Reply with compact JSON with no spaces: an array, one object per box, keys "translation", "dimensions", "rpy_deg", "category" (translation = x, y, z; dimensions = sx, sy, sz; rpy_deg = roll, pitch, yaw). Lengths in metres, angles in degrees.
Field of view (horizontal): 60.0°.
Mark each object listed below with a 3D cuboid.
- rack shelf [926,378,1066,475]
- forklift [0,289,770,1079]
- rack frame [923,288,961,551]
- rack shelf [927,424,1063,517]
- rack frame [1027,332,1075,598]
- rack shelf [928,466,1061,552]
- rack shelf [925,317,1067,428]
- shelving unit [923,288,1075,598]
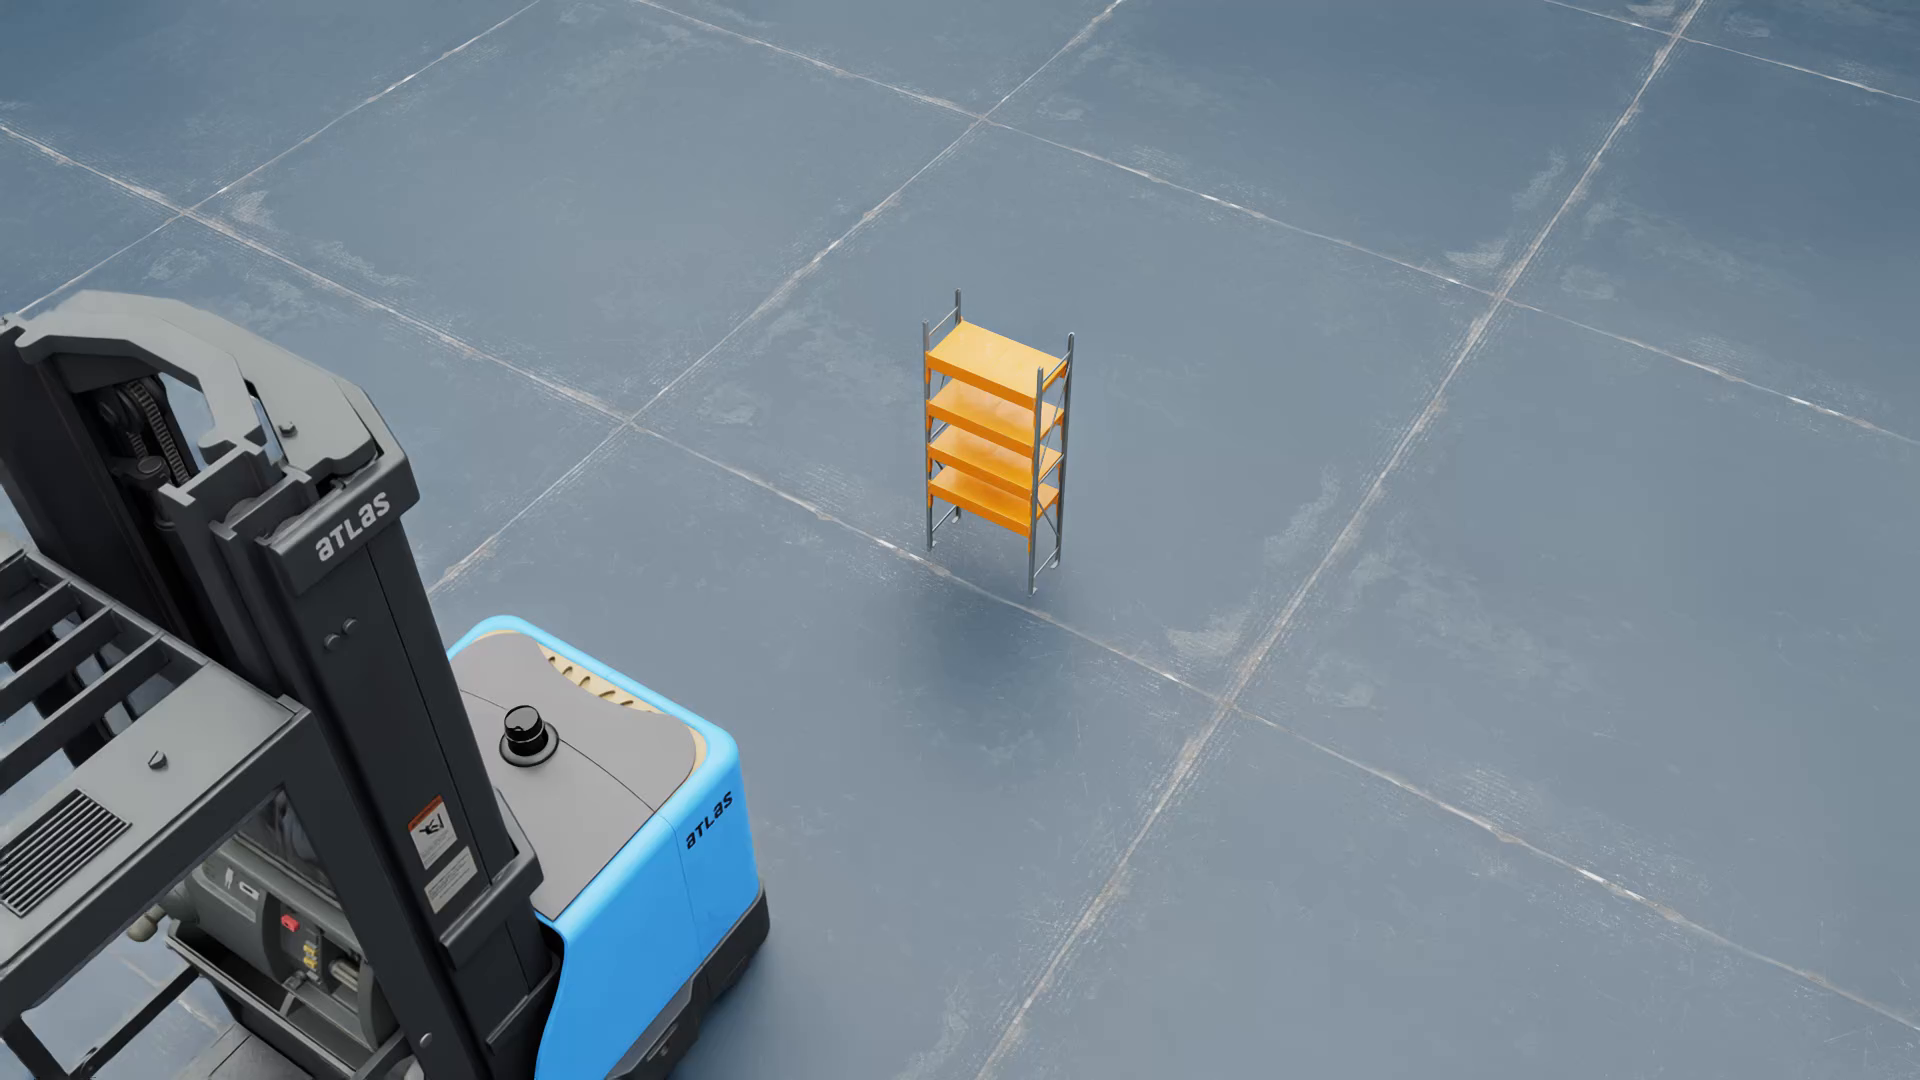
[{"translation":[0.139,-0.463,6.367],"dimensions":[0.480,0.148,0.258],"rpy_deg":[25,51,22],"category":"rack shelf"},{"translation":[-1.863,1.016,3.941],"dimensions":[1.130,2.935,3.031],"rpy_deg":[25,51,22],"category":"forklift"},{"translation":[-0.066,-0.449,6.571],"dimensions":[0.015,1.200,0.240],"rpy_deg":[25,51,22],"category":"rack frame"},{"translation":[0.139,-0.307,6.527],"dimensions":[0.480,0.148,0.258],"rpy_deg":[25,51,22],"category":"rack shelf"},{"translation":[0.345,-0.260,6.387],"dimensions":[0.015,1.200,0.240],"rpy_deg":[25,51,22],"category":"rack frame"},{"translation":[0.139,-0.169,6.670],"dimensions":[0.480,0.148,0.258],"rpy_deg":[25,51,22],"category":"rack shelf"},{"translation":[0.139,-0.628,6.197],"dimensions":[0.480,0.148,0.258],"rpy_deg":[25,51,22],"category":"rack shelf"},{"translation":[0.139,-0.354,6.479],"dimensions":[0.503,1.200,0.258],"rpy_deg":[25,51,22],"category":"shelving unit"}]
